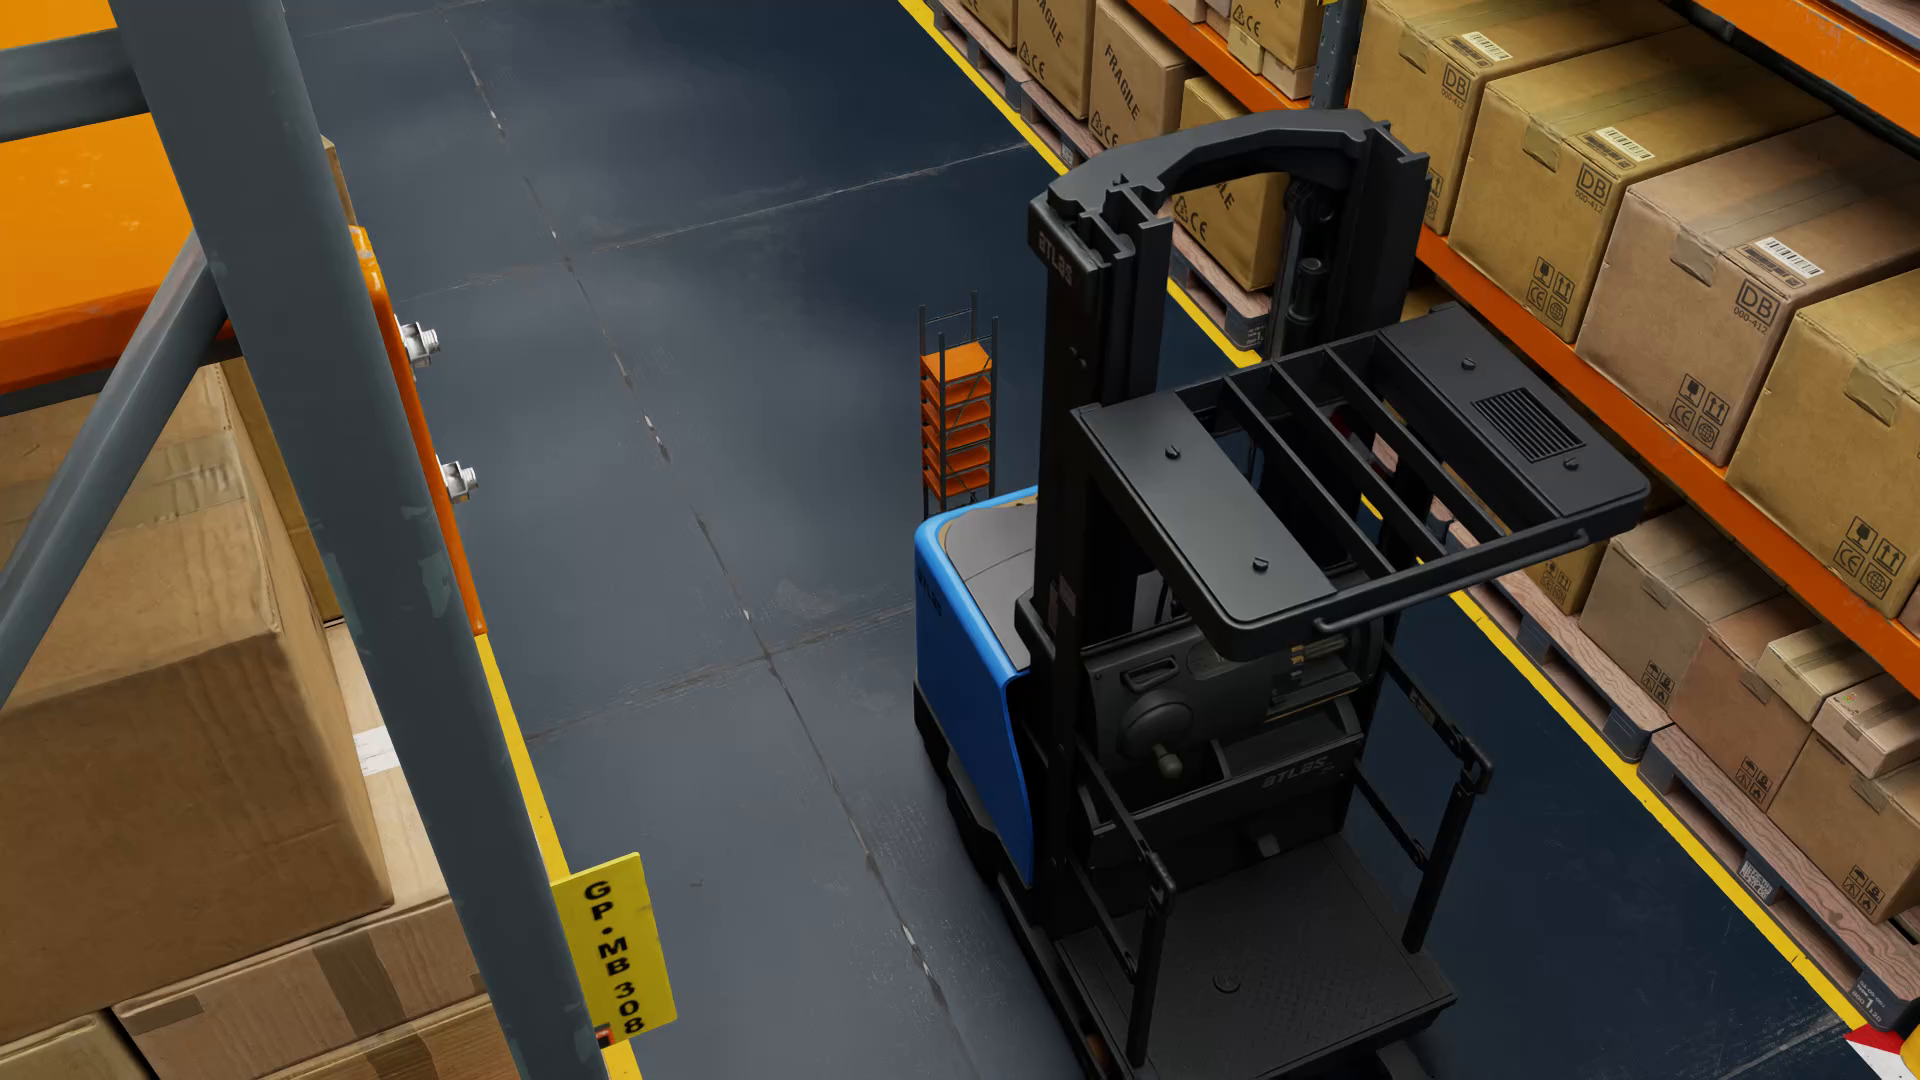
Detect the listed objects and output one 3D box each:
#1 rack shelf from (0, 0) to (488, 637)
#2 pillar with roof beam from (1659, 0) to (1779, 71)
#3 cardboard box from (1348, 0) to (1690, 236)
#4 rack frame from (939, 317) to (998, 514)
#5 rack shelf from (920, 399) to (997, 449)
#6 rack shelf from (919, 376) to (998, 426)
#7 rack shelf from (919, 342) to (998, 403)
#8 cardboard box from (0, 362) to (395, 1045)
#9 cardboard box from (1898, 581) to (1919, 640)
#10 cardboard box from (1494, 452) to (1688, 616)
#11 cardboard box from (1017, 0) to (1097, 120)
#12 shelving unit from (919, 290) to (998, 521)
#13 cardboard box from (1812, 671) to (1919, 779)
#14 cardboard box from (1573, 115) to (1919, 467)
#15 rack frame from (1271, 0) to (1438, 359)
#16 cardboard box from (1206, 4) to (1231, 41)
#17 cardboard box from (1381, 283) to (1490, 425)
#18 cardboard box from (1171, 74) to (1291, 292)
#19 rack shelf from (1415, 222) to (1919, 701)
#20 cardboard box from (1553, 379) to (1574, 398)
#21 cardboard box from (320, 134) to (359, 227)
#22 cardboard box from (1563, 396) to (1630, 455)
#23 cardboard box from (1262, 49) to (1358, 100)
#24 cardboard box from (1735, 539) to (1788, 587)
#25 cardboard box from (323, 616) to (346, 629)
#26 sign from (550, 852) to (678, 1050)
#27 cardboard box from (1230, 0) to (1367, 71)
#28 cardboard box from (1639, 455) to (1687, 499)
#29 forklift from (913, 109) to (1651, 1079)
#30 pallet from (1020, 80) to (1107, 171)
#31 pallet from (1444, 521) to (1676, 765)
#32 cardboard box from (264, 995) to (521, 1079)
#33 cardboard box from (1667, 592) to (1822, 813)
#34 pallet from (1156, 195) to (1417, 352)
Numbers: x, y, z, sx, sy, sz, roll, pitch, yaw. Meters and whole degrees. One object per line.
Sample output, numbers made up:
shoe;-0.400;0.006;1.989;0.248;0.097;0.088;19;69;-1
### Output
rack shelf;-1.702;-1.168;2.410;1.077;0.370;4.000;-18;47;-17
pillar with roof beam;-0.877;-2.703;3.452;9.100;9.000;0.400;-18;47;-17
cardboard box;2.163;-1.786;6.580;0.980;0.700;0.700;-17;47;-17
rack frame;0.032;-0.378;6.648;0.240;1.200;0.006;-18;47;-17
rack shelf;-0.006;-0.490;6.654;0.258;0.103;0.180;-18;47;-17
rack shelf;-0.006;-0.576;6.569;0.258;0.103;0.180;-18;47;-17
rack shelf;-0.006;-0.661;6.485;0.258;0.103;0.180;-18;47;-17
cardboard box;-1.092;0.203;1.859;0.700;0.500;0.500;-18;47;-17
cardboard box;3.408;0.090;4.678;0.980;0.700;0.700;-16;47;-16
cardboard box;2.594;-0.134;6.600;0.700;0.500;0.500;-17;47;-16
cardboard box;0.821;-2.896;9.149;0.750;0.750;0.750;-18;47;-18
shelving unit;-0.006;-0.436;6.707;0.258;1.200;0.189;-18;47;-17
cardboard box;3.028;0.584;5.410;0.380;0.149;0.250;-19;48;-18
cardboard box;2.780;-0.859;5.640;0.980;0.700;0.700;-20;48;-19
rack frame;1.950;-2.030;7.040;1.000;3.000;0.127;-18;47;-17
cardboard box;1.356;-2.412;7.592;0.380;0.149;0.250;-17;47;-16
cardboard box;2.171;-0.783;7.257;0.700;0.500;0.500;-17;47;-17
cardboard box;1.559;-1.790;8.029;0.750;0.750;0.750;-18;47;-17
rack shelf;2.791;-0.499;6.001;1.077;0.370;4.000;-18;47;-17
cardboard box;2.625;-0.662;6.673;0.380;0.149;0.250;-19;48;-19
cardboard box;-2.539;-1.118;5.746;0.700;0.500;0.500;-34;54;-30
cardboard box;2.370;-0.409;6.416;0.380;0.149;0.250;-19;48;-19
cardboard box;1.551;-2.079;7.255;0.380;0.149;0.250;-18;47;-17
cardboard box;3.055;-0.011;6.014;0.380;0.149;0.250;-17;47;-17
cardboard box;-1.045;0.067;2.530;0.500;0.250;0.500;-18;47;-17
sign;-0.369;0.445;1.774;0.100;0.325;0.005;-18;47;-17
cardboard box;1.527;-2.398;7.116;0.500;0.500;0.500;-19;48;-18
cardboard box;2.840;-0.336;6.343;0.380;0.149;0.250;-19;48;-18
forklift;0.874;0.474;4.552;1.130;2.935;3.031;-17;47;-16
pallet;1.040;-2.285;9.285;1.003;0.211;1.213;-18;47;-17
pallet;2.716;0.249;6.716;1.003;0.211;1.213;-18;47;-17
cardboard box;-0.846;0.568;2.379;0.500;0.250;0.500;-18;47;-17
cardboard box;3.036;0.524;5.933;0.700;0.500;0.500;-18;47;-18
pallet;1.557;-1.507;8.496;1.003;0.211;1.213;-18;47;-17
